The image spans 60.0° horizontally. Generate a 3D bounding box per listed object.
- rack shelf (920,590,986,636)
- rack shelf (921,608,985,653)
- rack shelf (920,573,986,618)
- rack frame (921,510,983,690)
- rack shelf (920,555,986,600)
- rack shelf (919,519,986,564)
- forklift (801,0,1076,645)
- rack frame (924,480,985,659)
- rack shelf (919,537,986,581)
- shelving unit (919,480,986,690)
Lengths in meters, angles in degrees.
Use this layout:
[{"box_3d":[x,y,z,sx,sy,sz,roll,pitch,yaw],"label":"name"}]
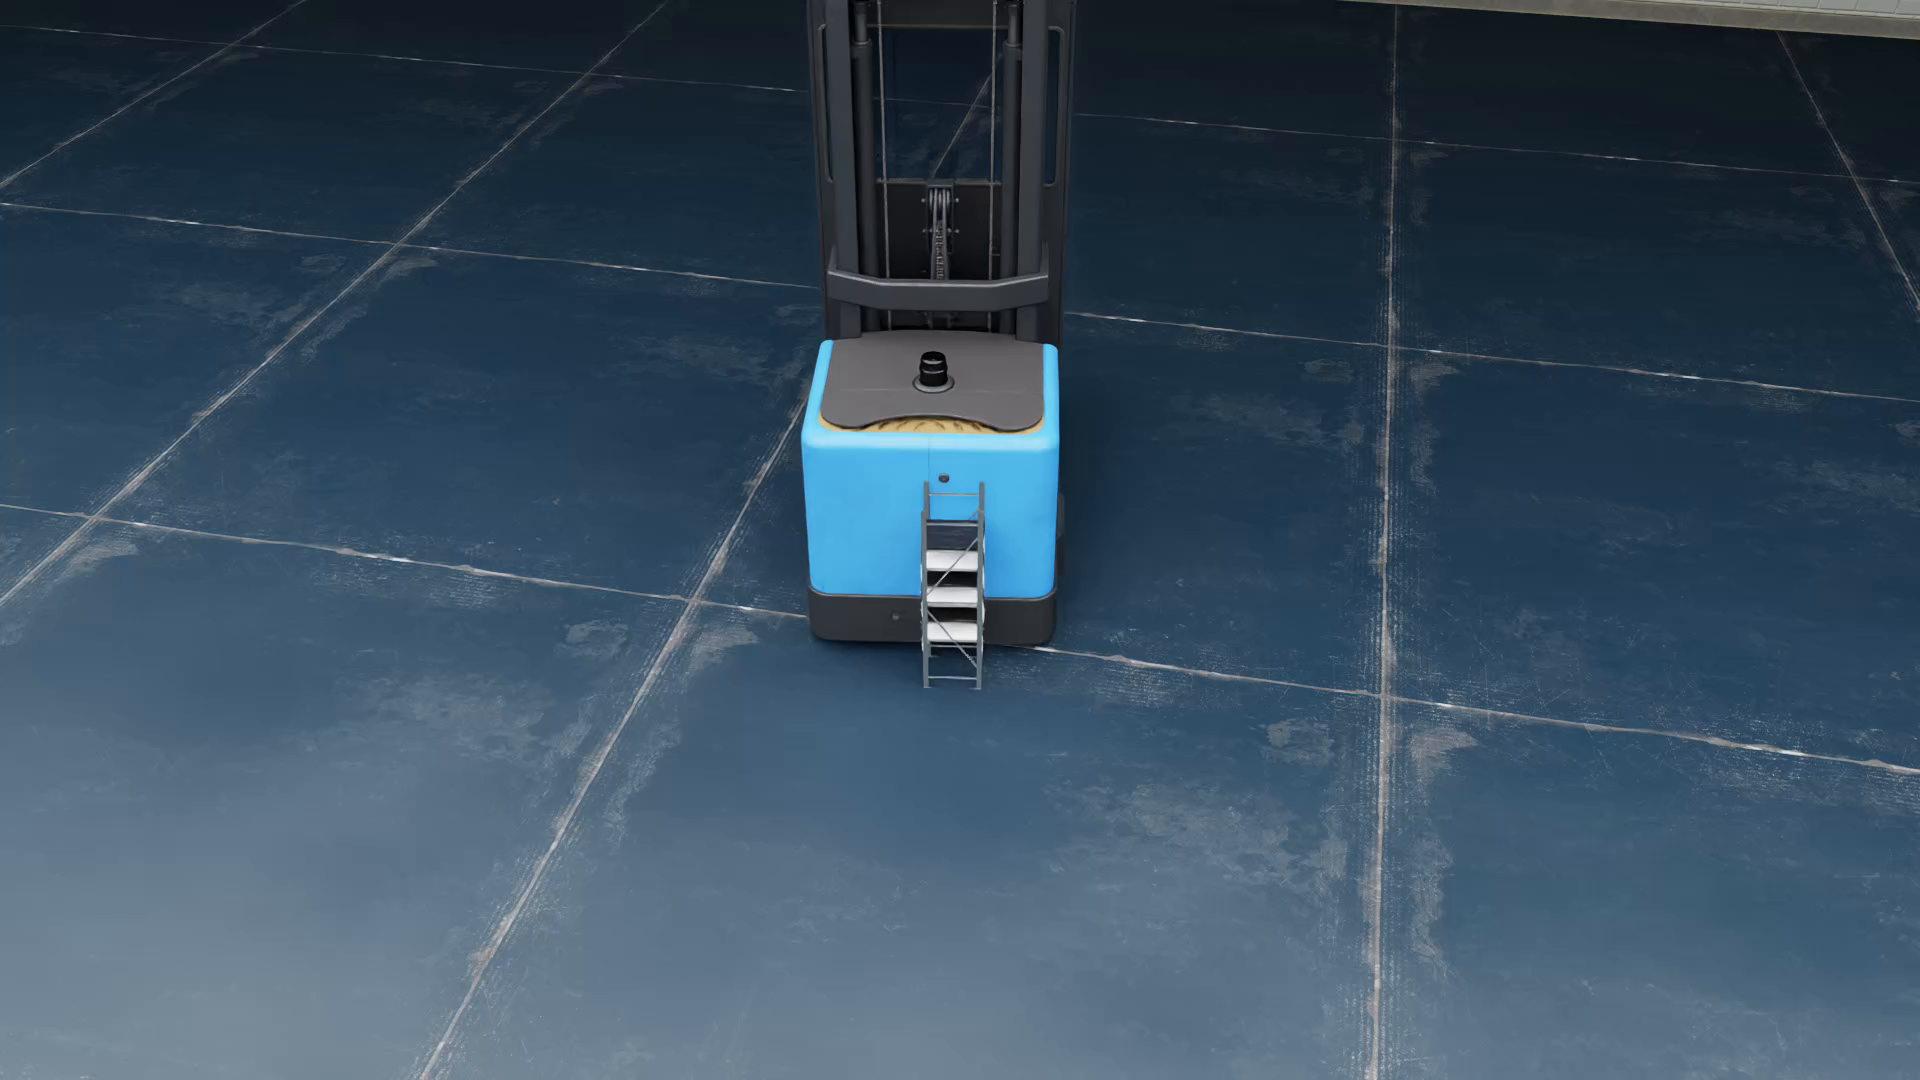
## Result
[{"box_3d":[-0.027,0.294,6.787,0.258,0.077,0.200,1,36,2],"label":"rack shelf"},{"box_3d":[-0.027,0.367,6.840,0.258,0.077,0.200,1,36,2],"label":"rack shelf"},{"box_3d":[-0.027,0.221,6.735,0.258,0.077,0.200,1,36,2],"label":"rack shelf"},{"box_3d":[-0.031,0.254,6.633,0.240,0.900,0.006,1,36,2],"label":"rack frame"},{"box_3d":[-0.027,0.148,6.682,0.258,0.077,0.200,1,36,2],"label":"rack shelf"},{"box_3d":[-0.027,0.003,6.576,0.258,0.077,0.200,1,36,2],"label":"rack shelf"},{"box_3d":[-0.065,-1.582,7.435,1.130,2.935,3.031,1,36,2],"label":"forklift"},{"box_3d":[-0.023,0.135,6.797,0.240,0.900,0.006,1,36,2],"label":"rack frame"},{"box_3d":[-0.027,0.076,6.629,0.258,0.077,0.200,1,36,2],"label":"rack shelf"},{"box_3d":[-0.027,0.194,6.715,0.258,0.900,0.210,1,36,2],"label":"shelving unit"}]
